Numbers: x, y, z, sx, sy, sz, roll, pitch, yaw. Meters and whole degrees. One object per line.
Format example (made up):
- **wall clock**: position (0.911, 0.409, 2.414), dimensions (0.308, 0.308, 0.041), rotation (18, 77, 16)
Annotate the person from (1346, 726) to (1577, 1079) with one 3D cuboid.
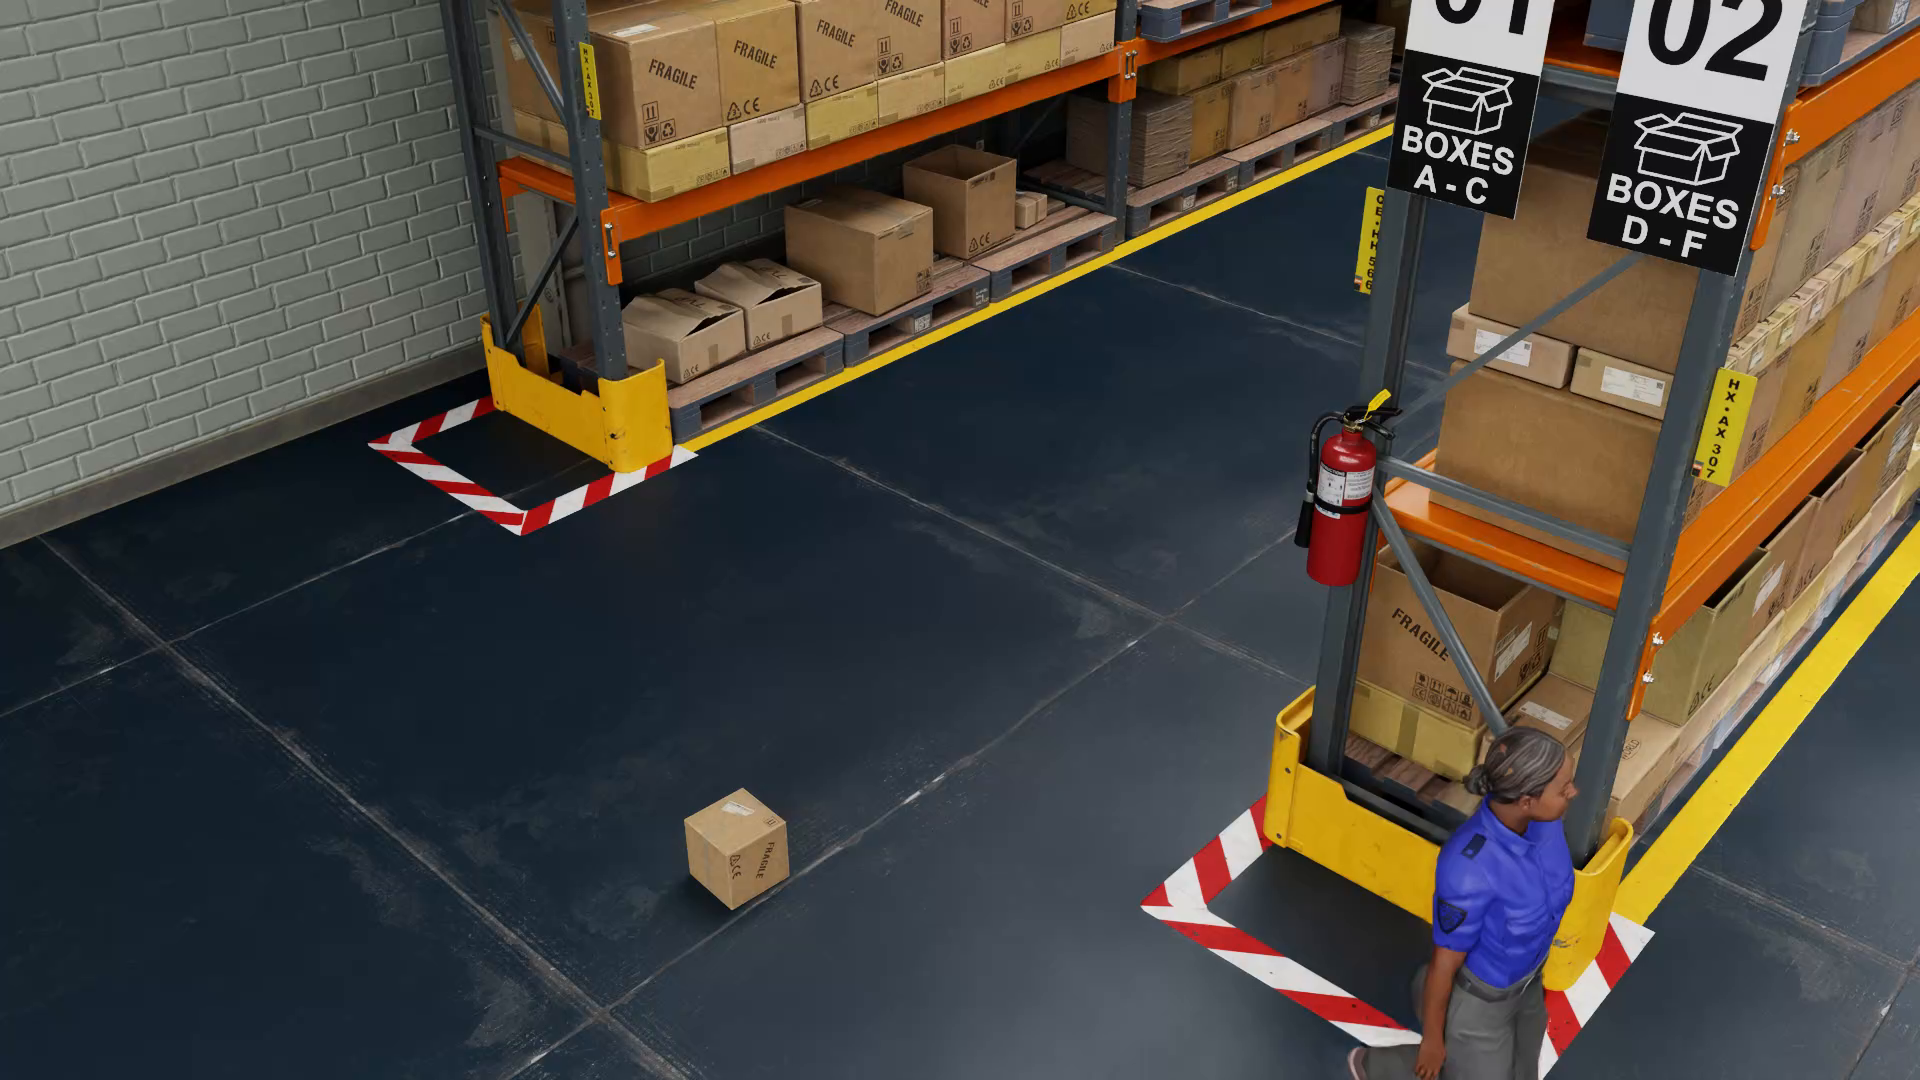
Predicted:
- **person**: position (1.324, 1.142, 4.238), dimensions (0.471, 1.631, 0.720), rotation (-26, 40, -36)
